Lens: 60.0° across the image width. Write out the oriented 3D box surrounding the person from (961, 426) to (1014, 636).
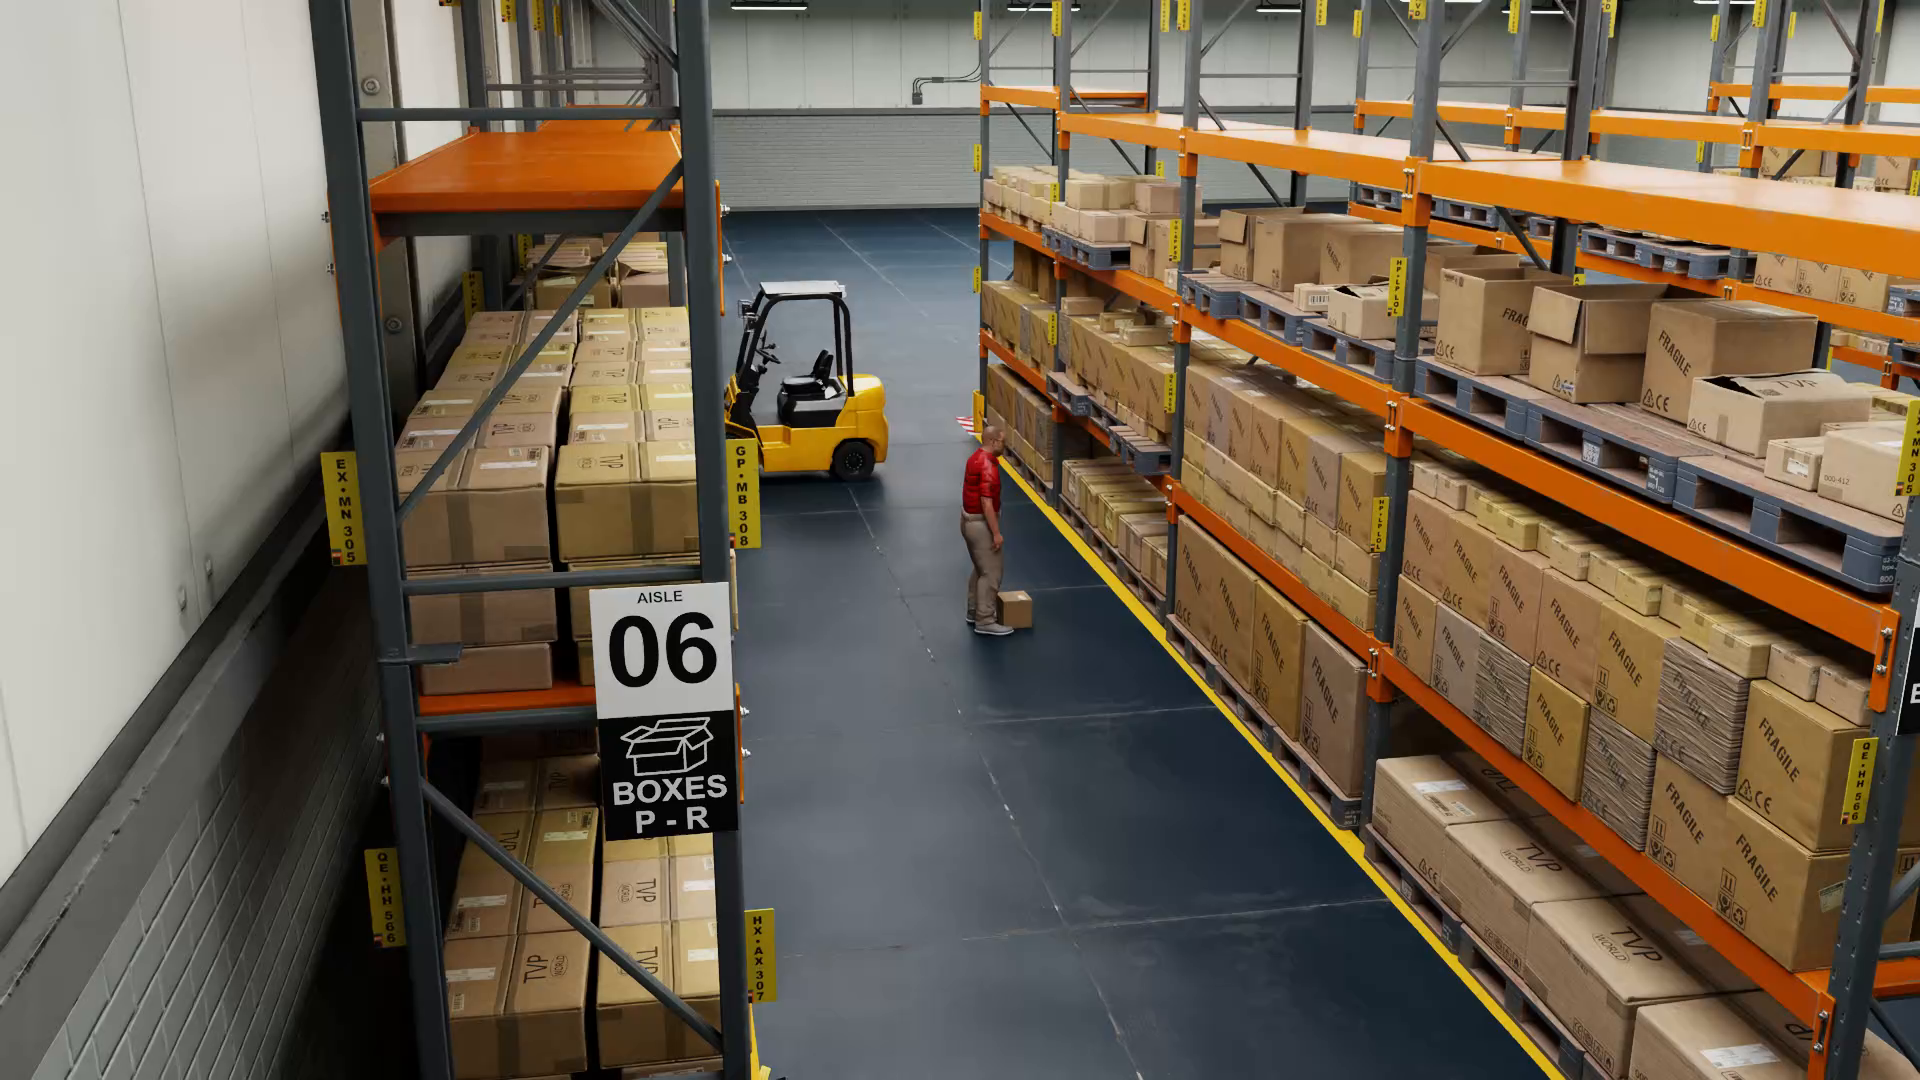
[{"bbox_3d":[0.212,-0.099,13.898,0.384,1.727,0.595,-4,17,-12],"label":"person"}]
